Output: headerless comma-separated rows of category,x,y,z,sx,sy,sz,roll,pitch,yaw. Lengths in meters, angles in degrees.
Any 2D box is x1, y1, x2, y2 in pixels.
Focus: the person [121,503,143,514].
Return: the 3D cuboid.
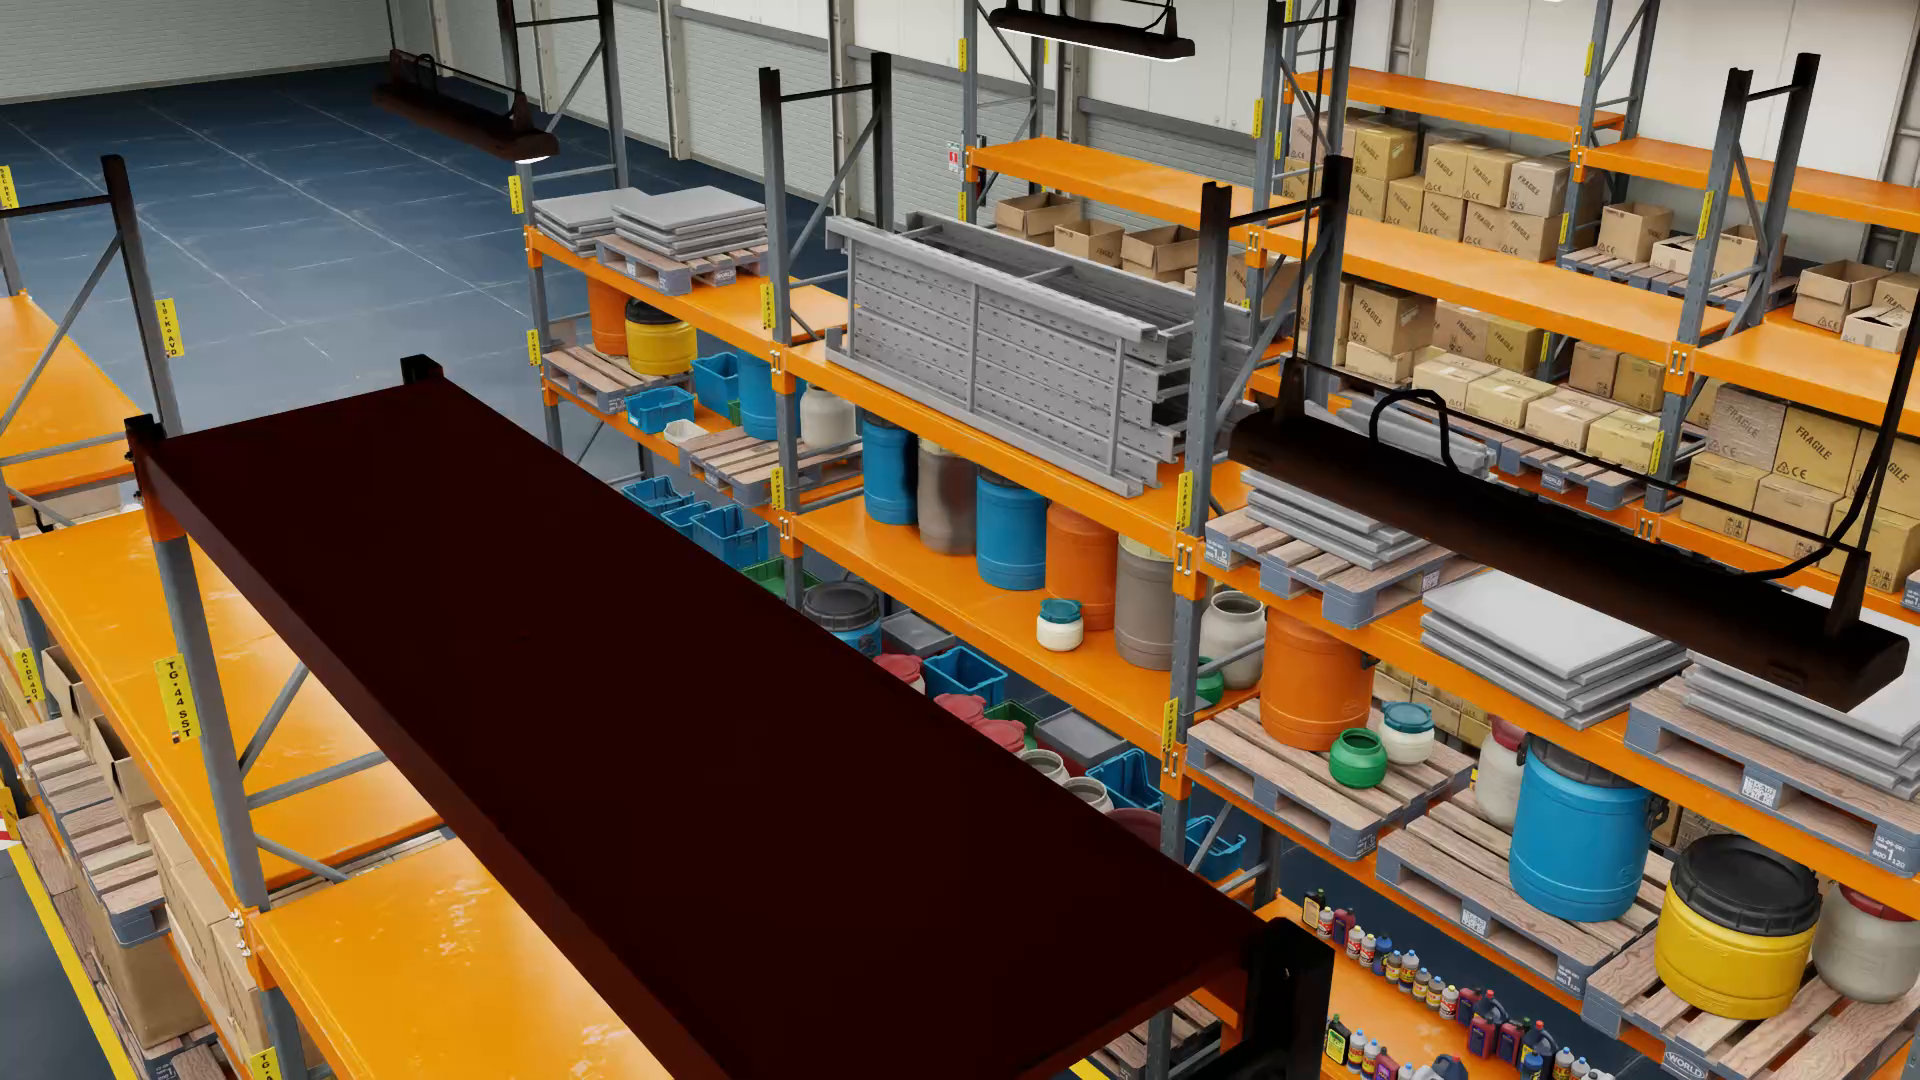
person,-7.463,0.482,15.265,0.618,1.805,0.391,4,26,8
